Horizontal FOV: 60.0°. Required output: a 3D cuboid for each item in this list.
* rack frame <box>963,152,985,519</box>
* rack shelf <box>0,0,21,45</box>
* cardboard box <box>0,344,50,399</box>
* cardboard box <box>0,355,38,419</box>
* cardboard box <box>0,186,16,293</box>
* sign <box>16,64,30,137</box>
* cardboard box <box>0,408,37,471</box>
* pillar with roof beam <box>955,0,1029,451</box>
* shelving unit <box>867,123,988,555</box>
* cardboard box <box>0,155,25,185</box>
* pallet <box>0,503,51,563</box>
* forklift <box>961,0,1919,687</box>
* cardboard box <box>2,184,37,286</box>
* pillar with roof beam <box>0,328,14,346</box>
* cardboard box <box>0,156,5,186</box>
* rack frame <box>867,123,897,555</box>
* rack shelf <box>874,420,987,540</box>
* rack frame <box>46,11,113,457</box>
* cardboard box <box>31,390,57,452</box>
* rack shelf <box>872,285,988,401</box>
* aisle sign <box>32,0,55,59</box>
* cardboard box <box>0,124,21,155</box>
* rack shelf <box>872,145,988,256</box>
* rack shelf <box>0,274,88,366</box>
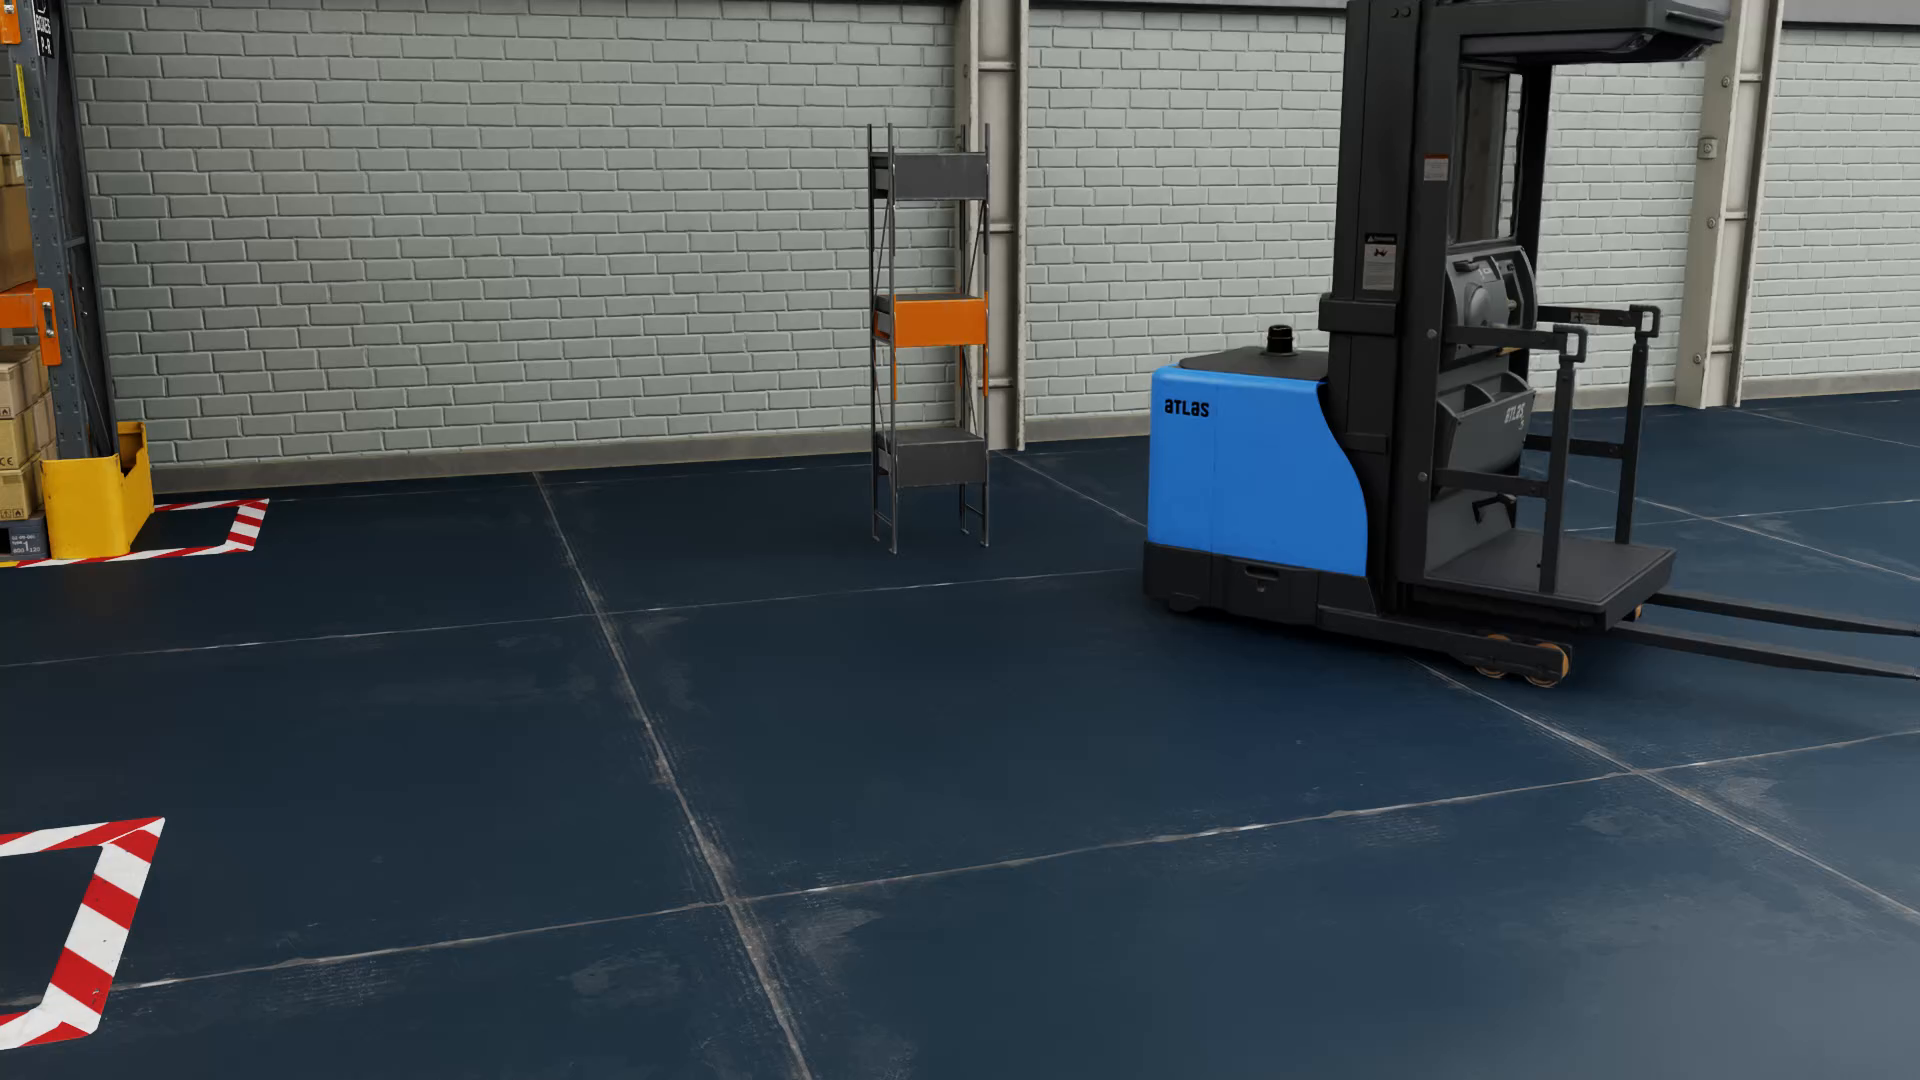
[{"bbox_3d":[0.074,-1.028,8.425,0.006,1.831,0.380,-4,14,-18],"label":"rack frame"},{"bbox_3d":[-6.434,-2.455,7.556,4.000,0.370,1.077,-4,14,-18],"label":"rack shelf"},{"bbox_3d":[-5.054,-0.853,8.620,0.500,0.250,0.500,-5,14,-19],"label":"cardboard box"},{"bbox_3d":[-4.875,-0.744,8.164,0.500,0.250,0.500,-4,14,-16],"label":"cardboard box"},{"bbox_3d":[-4.921,-1.448,8.034,0.500,0.500,0.500,-5,14,-19],"label":"cardboard box"},{"bbox_3d":[-4.378,-2.052,7.775,0.005,0.325,0.100,-4,14,-18],"label":"sign"},{"bbox_3d":[-4.900,-0.499,8.213,0.500,0.250,0.500,-5,14,-19],"label":"cardboard box"},{"bbox_3d":[1.574,-4.057,6.254,0.400,9.000,9.100,-4,14,-18],"label":"pillar with roof beam"},{"bbox_3d":[-0.159,-1.009,8.348,0.499,2.100,0.431,-4,14,-18],"label":"shelving unit"},{"bbox_3d":[-4.942,-1.890,8.488,0.250,0.149,0.380,-5,14,-20],"label":"cardboard box"},{"bbox_3d":[-5.249,-0.072,8.487,1.213,0.211,1.003,-4,14,-18],"label":"pallet"},{"bbox_3d":[1.679,-1.112,6.985,4.560,2.935,1.130,10,17,35],"label":"forklift"},{"bbox_3d":[-5.096,-1.567,8.531,0.500,0.500,0.500,-4,14,-16],"label":"cardboard box"},{"bbox_3d":[-4.112,-3.614,4.392,0.400,9.000,9.100,-4,14,-18],"label":"pillar with roof beam"},{"bbox_3d":[-4.777,-1.771,7.988,0.250,0.149,0.380,-4,14,-17],"label":"cardboard box"},{"bbox_3d":[-0.388,-0.991,8.273,0.015,2.100,0.400,-4,14,-18],"label":"rack frame"},{"bbox_3d":[-0.157,-0.315,8.514,0.480,0.518,0.431,-4,14,-18],"label":"rack shelf"},{"bbox_3d":[-4.537,-1.493,8.438,0.053,2.616,0.949,-4,14,-18],"label":"rack frame"},{"bbox_3d":[-5.050,-0.614,8.698,0.500,0.250,0.500,-4,14,-17],"label":"cardboard box"},{"bbox_3d":[-0.157,-0.996,8.352,0.480,0.518,0.431,-4,14,-18],"label":"rack shelf"},{"bbox_3d":[-4.382,-2.699,7.889,0.004,0.787,0.394,-4,14,-18],"label":"aisle sign"},{"bbox_3d":[-4.924,-2.025,8.412,0.250,0.149,0.380,-5,14,-19],"label":"cardboard box"},{"bbox_3d":[-0.157,-1.677,8.190,0.480,0.518,0.431,-4,14,-18],"label":"rack shelf"},{"bbox_3d":[-6.434,-0.996,7.903,4.000,0.370,1.077,-4,14,-18],"label":"rack shelf"}]
